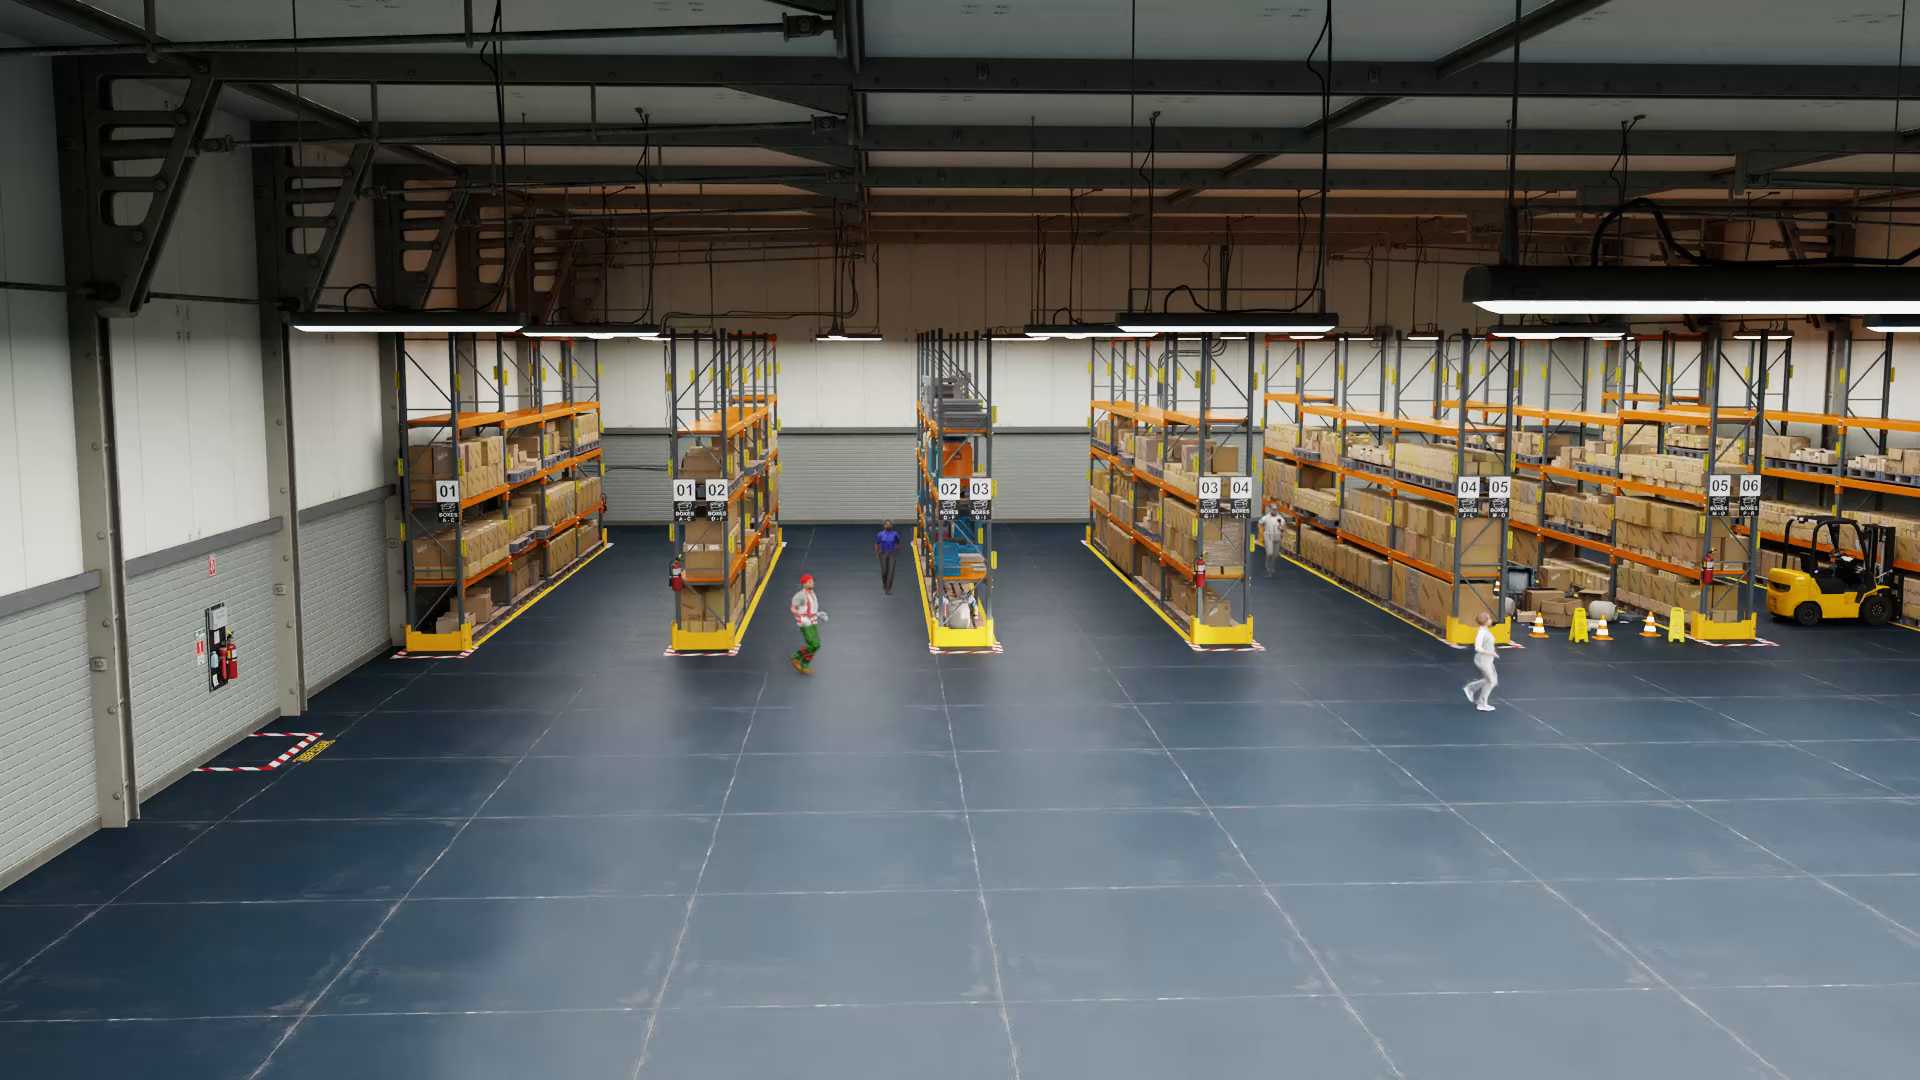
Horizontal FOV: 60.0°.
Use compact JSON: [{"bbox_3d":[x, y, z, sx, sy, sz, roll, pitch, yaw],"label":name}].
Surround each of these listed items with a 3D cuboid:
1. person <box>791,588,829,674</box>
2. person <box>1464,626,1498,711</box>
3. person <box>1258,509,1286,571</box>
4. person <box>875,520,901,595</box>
[{"bbox_3d":[-2.628,1.580,28.848,0.581,1.502,0.503,3,7,23],"label":"person"},{"bbox_3d":[8.153,2.002,26.047,0.502,1.328,0.350,3,7,25],"label":"person"},{"bbox_3d":[7.714,-0.054,40.996,0.633,1.596,0.755,-1,7,-6],"label":"person"},{"bbox_3d":[-1.567,0.373,36.245,0.576,1.629,0.500,-1,7,-6],"label":"person"}]
